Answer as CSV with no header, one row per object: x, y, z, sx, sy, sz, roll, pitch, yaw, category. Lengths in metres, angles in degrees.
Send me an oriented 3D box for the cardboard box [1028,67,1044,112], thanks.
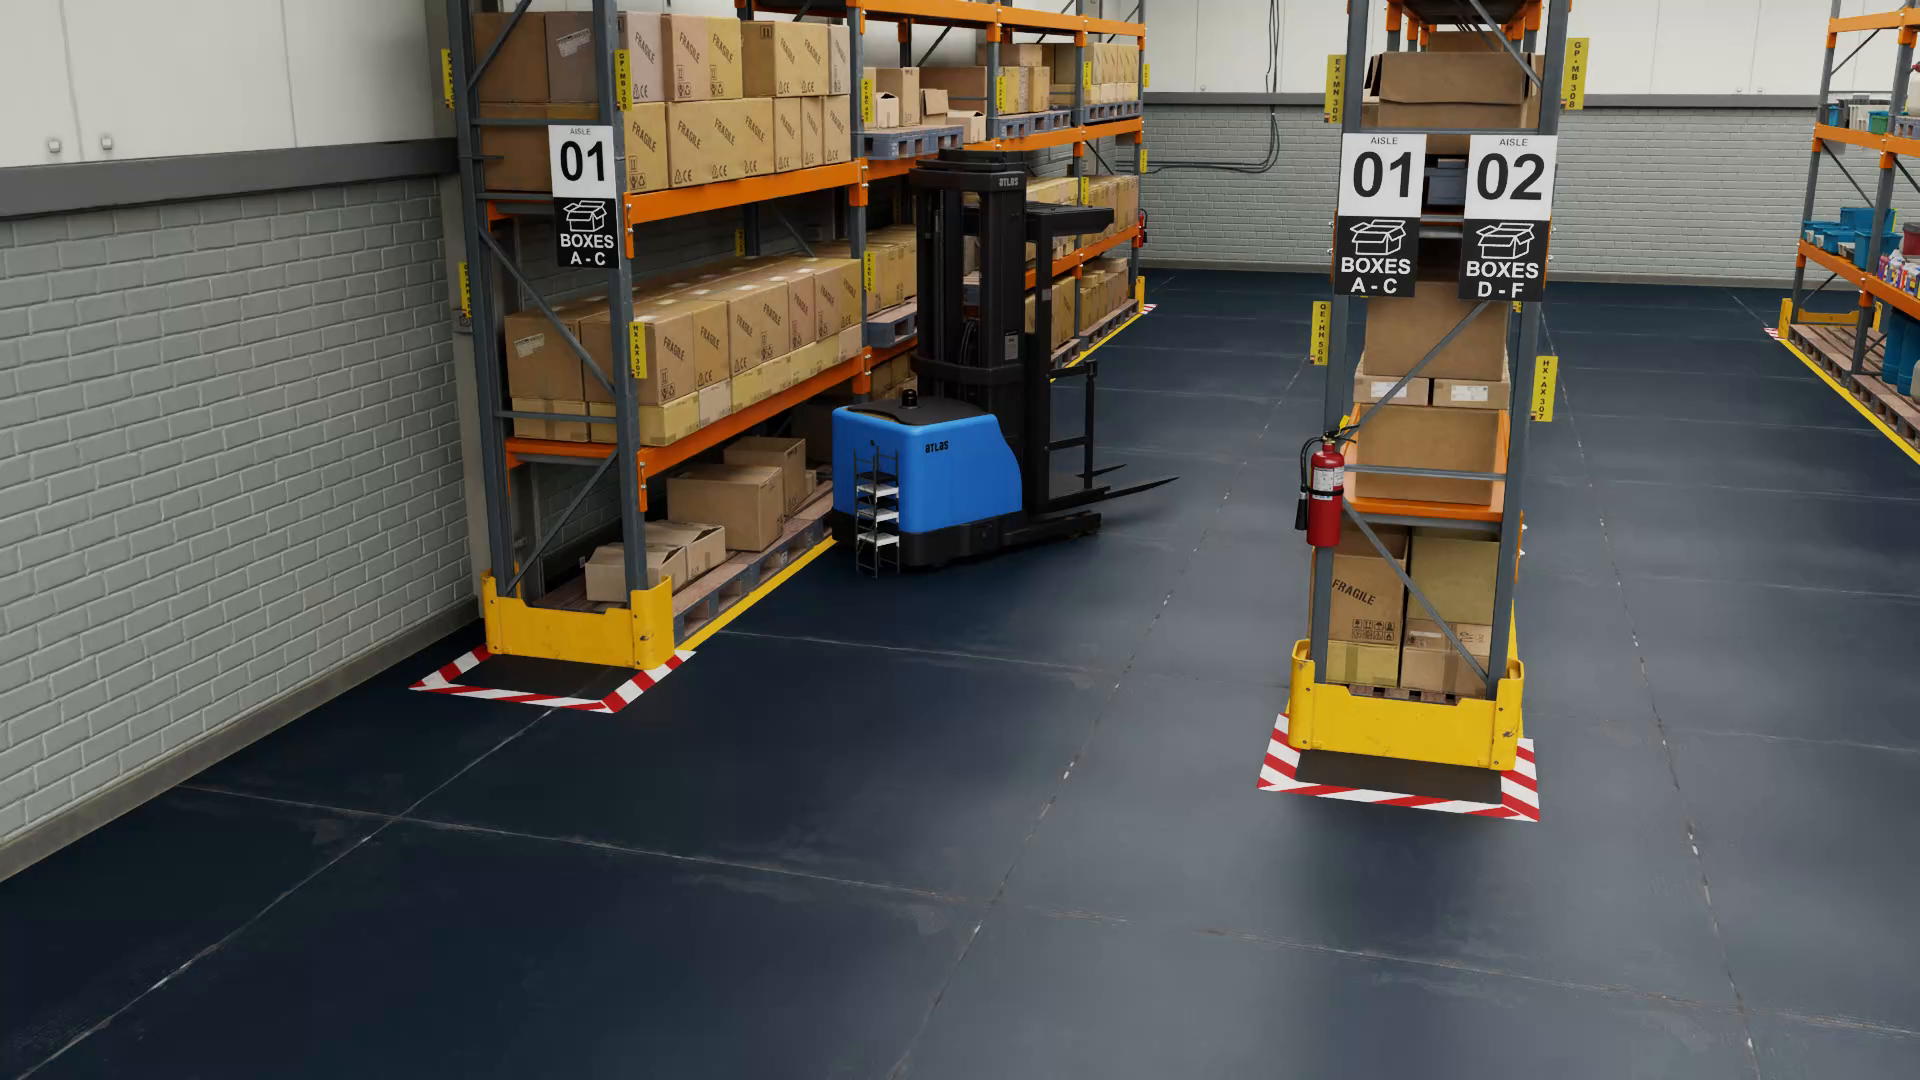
0.573,-5.193,19.154,0.700,0.500,0.500,4,16,15,cardboard box

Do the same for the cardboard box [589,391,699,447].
-1.942,-0.763,10.262,0.500,0.250,0.500,4,16,14,cardboard box

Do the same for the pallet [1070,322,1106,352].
1.316,-2.714,22.010,1.003,0.211,1.213,5,16,16,pallet

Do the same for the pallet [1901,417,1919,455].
9.571,-0.916,15.670,1.003,0.211,1.213,5,16,16,pallet

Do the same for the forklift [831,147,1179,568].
0.472,-1.522,12.823,3.031,2.935,1.130,-13,21,-39,forklift

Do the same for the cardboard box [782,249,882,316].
-1.071,-2.160,13.957,0.700,0.500,0.500,5,16,16,cardboard box

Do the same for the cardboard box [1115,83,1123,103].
1.918,-6.045,22.469,0.500,0.250,0.500,4,16,14,cardboard box

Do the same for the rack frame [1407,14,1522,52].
4.639,-5.319,15.090,1.000,3.000,0.127,5,16,16,rack frame

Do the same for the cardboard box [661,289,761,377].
-1.659,-1.386,11.082,0.500,0.500,0.500,4,16,14,cardboard box

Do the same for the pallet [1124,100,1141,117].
1.961,-6.114,23.555,1.003,0.211,1.213,5,16,16,pallet

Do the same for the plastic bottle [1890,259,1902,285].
9.864,-2.817,17.499,0.097,0.271,0.097,0,16,0,plastic bottle

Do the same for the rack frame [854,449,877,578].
-0.672,-0.184,11.829,0.006,0.900,0.240,-13,21,-39,rack frame

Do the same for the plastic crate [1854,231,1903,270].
10.329,-3.264,18.759,0.392,0.384,0.575,5,16,16,plastic crate

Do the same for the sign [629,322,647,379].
-1.865,-1.097,9.614,0.100,0.325,0.005,5,16,16,sign

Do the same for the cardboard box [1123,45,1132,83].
2.063,-6.548,22.868,0.500,0.500,0.500,5,17,18,cardboard box

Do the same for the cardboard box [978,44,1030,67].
0.507,-5.560,19.075,0.500,0.250,0.500,4,16,14,cardboard box

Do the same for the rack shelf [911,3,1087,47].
0.457,-5.687,18.439,1.077,0.370,4.000,5,16,16,rack shelf

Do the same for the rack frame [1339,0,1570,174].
2.365,-3.226,7.711,1.000,3.000,0.127,5,16,16,rack frame

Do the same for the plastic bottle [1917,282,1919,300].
9.508,-2.513,16.405,0.061,0.283,0.133,5,16,16,plastic bottle

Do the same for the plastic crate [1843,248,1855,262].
10.584,-3.304,19.376,0.437,0.125,0.590,5,16,16,plastic crate

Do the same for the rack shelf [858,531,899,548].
-0.595,0.003,11.951,0.200,0.077,0.258,-13,21,-39,rack shelf

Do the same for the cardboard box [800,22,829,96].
-1.277,-3.454,11.961,0.500,0.500,0.500,6,17,19,cardboard box

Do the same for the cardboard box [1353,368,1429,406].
2.291,-0.815,8.832,0.380,0.149,0.250,4,16,15,cardboard box

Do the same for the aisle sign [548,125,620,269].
-2.118,-1.931,9.378,0.394,0.787,0.004,5,16,16,aisle sign

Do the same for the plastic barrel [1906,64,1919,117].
10.134,-4.686,17.339,0.433,0.535,0.433,0,16,0,plastic barrel

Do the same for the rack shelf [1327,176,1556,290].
2.934,-1.960,10.063,1.077,0.370,4.000,5,16,16,rack shelf

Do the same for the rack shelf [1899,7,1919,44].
9.955,-4.918,15.730,1.077,0.370,4.000,5,16,16,rack shelf

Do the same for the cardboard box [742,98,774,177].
-1.588,-2.707,11.161,0.500,0.500,0.500,6,17,19,cardboard box

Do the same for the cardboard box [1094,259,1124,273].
2.125,-3.915,23.757,0.380,0.149,0.250,5,17,17,cardboard box

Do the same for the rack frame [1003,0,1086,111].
1.025,-6.748,20.131,1.000,3.000,0.127,5,16,16,rack frame

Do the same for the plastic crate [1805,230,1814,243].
11.104,-3.926,21.547,0.250,0.136,0.298,5,16,16,plastic crate

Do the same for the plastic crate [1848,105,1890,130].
10.734,-4.971,19.577,0.437,0.282,0.530,5,16,16,plastic crate

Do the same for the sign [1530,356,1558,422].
2.896,-0.750,8.244,0.100,0.325,0.005,5,16,16,sign

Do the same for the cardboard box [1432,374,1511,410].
2.683,-0.786,8.731,0.380,0.149,0.250,5,16,15,cardboard box

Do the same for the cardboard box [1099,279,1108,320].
1.630,-3.315,22.830,0.700,0.500,0.500,5,17,17,cardboard box

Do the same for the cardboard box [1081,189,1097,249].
1.195,-4.147,21.404,0.980,0.700,0.700,5,17,17,cardboard box

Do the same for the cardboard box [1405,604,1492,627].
2.870,0.527,9.744,0.500,0.250,0.500,5,16,16,cardboard box

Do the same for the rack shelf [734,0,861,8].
-1.817,-3.785,11.005,1.077,0.370,4.000,5,16,16,rack shelf

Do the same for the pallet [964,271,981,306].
-0.212,-2.529,16.600,1.213,0.211,1.003,5,16,16,pallet

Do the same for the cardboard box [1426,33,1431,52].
3.855,-3.629,12.761,0.500,0.500,0.500,6,17,21,cardboard box

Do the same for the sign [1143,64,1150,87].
2.678,-6.694,23.958,0.100,0.325,0.005,5,16,16,sign

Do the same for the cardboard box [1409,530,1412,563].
2.933,-0.037,11.733,0.500,0.250,0.500,5,16,16,cardboard box

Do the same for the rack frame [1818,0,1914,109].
11.660,-7.027,21.112,1.000,3.000,0.127,5,16,16,rack frame

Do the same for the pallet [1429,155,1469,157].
2.936,-2.243,9.907,1.003,0.211,1.213,5,16,16,pallet

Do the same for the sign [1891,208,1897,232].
12.192,-4.181,21.773,0.100,0.325,0.005,5,16,16,sign

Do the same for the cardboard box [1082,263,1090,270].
1.616,-3.813,23.398,0.380,0.149,0.250,5,17,17,cardboard box

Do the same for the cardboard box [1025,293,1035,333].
0.478,-2.395,18.945,0.750,0.750,0.750,5,16,16,cardboard box

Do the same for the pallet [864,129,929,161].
-0.971,-3.275,13.727,1.213,0.211,1.003,5,16,16,pallet

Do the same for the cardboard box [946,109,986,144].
-0.058,-4.016,16.122,0.500,0.311,0.500,5,16,16,cardboard box

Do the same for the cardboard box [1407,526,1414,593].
3.001,0.035,10.106,0.500,0.500,0.500,5,16,16,cardboard box

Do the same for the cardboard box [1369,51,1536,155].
2.533,-2.252,8.559,0.797,0.503,0.637,6,17,20,cardboard box

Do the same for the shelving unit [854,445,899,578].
-0.595,-0.202,11.893,0.210,0.900,0.258,-13,21,-39,shelving unit

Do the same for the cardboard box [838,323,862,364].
-1.093,-1.559,13.068,0.500,0.250,0.500,5,16,16,cardboard box

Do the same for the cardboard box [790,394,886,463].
-1.055,-0.972,14.535,0.700,0.500,0.500,5,17,18,cardboard box

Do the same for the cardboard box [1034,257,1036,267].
0.711,-3.243,19.190,0.380,0.149,0.250,5,17,18,cardboard box

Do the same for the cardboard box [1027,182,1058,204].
0.838,-4.015,19.350,0.500,0.250,0.500,5,17,17,cardboard box

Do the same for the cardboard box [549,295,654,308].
-2.303,-1.292,10.751,0.500,0.500,0.500,5,17,17,cardboard box

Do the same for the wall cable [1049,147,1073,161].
1.619,-5.806,25.940,0.084,1.984,1.851,5,16,16,wall cable

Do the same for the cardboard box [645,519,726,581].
-1.940,0.036,11.327,0.500,0.311,0.500,6,17,20,cardboard box

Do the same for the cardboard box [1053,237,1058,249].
0.849,-3.658,19.463,0.500,0.500,0.500,5,16,16,cardboard box
